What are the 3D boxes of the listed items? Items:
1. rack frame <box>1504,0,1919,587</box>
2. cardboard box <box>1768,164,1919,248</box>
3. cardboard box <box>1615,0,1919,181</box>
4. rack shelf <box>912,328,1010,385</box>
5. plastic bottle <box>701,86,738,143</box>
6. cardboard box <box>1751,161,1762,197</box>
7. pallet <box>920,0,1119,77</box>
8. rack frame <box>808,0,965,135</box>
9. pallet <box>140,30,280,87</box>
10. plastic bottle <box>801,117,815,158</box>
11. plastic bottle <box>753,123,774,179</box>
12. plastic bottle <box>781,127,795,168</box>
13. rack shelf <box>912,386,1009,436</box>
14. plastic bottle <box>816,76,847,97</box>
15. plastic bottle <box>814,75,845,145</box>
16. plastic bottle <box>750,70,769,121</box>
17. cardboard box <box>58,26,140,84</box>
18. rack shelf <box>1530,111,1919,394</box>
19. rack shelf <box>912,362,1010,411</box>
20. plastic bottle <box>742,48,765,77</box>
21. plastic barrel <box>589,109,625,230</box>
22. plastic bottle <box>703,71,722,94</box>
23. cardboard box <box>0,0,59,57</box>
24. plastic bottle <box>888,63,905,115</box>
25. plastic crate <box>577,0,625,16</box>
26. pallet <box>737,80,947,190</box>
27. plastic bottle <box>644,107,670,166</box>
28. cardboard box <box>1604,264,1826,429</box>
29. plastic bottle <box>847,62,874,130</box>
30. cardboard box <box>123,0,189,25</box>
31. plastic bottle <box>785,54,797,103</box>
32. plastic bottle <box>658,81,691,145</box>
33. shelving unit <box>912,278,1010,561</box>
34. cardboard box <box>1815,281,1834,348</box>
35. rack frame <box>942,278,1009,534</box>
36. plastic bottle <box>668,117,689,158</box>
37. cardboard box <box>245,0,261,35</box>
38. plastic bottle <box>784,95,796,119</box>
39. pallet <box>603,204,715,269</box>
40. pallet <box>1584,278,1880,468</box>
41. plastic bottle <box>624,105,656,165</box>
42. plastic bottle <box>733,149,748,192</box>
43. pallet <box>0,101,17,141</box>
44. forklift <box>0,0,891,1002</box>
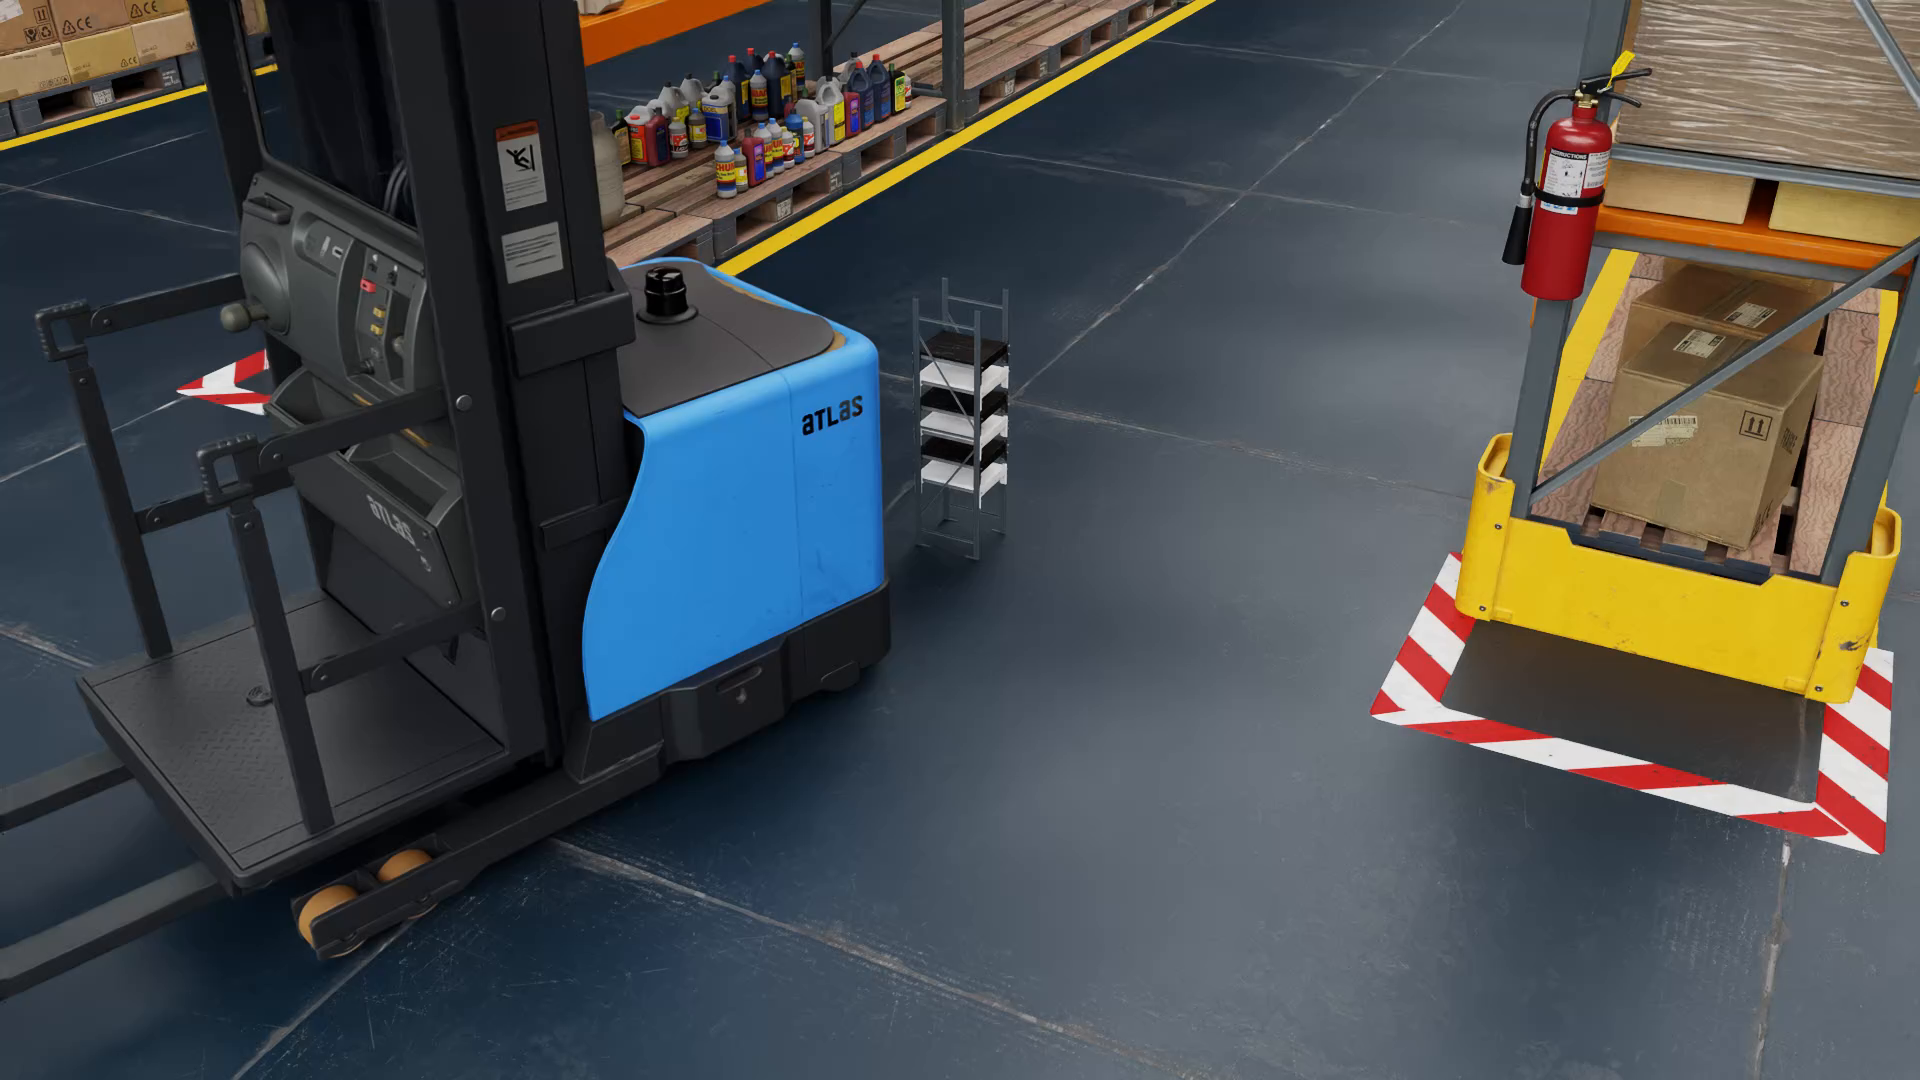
[{"bbox_3d":[2.142,-0.981,4.446,1.000,3.000,0.127,14,33,23],"label":"rack frame"},{"bbox_3d":[2.484,-0.944,4.634,0.380,0.149,0.250,14,33,23],"label":"cardboard box"},{"bbox_3d":[2.417,-1.391,4.760,0.875,0.500,0.500,14,33,23],"label":"cardboard box"},{"bbox_3d":[0.004,-0.599,5.414,0.258,0.077,0.200,14,33,23],"label":"rack shelf"},{"bbox_3d":[-1.319,-2.329,9.087,0.152,0.276,0.135,14,33,23],"label":"plastic bottle"},{"bbox_3d":[2.202,-1.156,5.002,0.380,0.149,0.250,14,33,23],"label":"cardboard box"},{"bbox_3d":[0.432,-3.568,11.751,1.003,0.211,1.213,14,33,23],"label":"pallet"},{"bbox_3d":[-0.445,-3.877,9.490,1.000,3.000,0.127,14,33,23],"label":"rack frame"},{"bbox_3d":[-5.253,-3.451,11.547,1.003,0.211,1.213,14,33,23],"label":"pallet"},{"bbox_3d":[-0.824,-2.146,8.843,0.097,0.201,0.097,0,30,0],"label":"plastic bottle"},{"bbox_3d":[-1.008,-1.997,8.513,0.097,0.271,0.097,0,30,0],"label":"plastic bottle"},{"bbox_3d":[-0.917,-2.055,8.684,0.097,0.201,0.097,0,30,0],"label":"plastic bottle"},{"bbox_3d":[0.004,-0.443,5.504,0.258,0.077,0.200,14,33,23],"label":"rack shelf"},{"bbox_3d":[-0.713,-2.474,9.339,0.152,0.276,0.135,14,33,23],"label":"plastic bottle"},{"bbox_3d":[-0.717,-2.340,9.032,0.144,0.351,0.185,14,33,23],"label":"plastic bottle"},{"bbox_3d":[-1.141,-2.530,9.441,0.097,0.271,0.097,0,30,0],"label":"plastic bottle"},{"bbox_3d":[-5.548,-3.071,10.425,0.500,0.250,0.500,14,33,23],"label":"cardboard box"},{"bbox_3d":[3.053,-1.555,6.169,1.077,0.370,4.000,14,33,23],"label":"rack shelf"},{"bbox_3d":[0.004,-0.521,5.459,0.258,0.077,0.200,14,33,23],"label":"rack shelf"},{"bbox_3d":[-1.183,-2.656,9.581,0.144,0.351,0.185,15,33,25],"label":"plastic bottle"},{"bbox_3d":[-1.808,-1.739,7.842,0.421,0.512,0.421,0,30,0],"label":"plastic barrel"},{"bbox_3d":[-1.381,-2.479,9.341,0.061,0.283,0.133,16,33,25],"label":"plastic bottle"},{"bbox_3d":[-5.791,-3.178,9.859,0.500,0.500,0.500,14,33,23],"label":"cardboard box"},{"bbox_3d":[-0.371,-2.602,9.555,0.061,0.283,0.133,16,34,26],"label":"plastic bottle"},{"bbox_3d":[-1.574,-2.314,7.032,0.298,0.136,0.250,14,33,23],"label":"plastic crate"},{"bbox_3d":[-0.789,-2.380,9.682,1.003,0.211,1.213,14,33,23],"label":"pallet"},{"bbox_3d":[-1.587,-2.112,8.702,0.061,0.283,0.133,14,33,23],"label":"plastic bottle"},{"bbox_3d":[2.683,-0.625,5.914,0.500,0.500,0.500,24,38,36],"label":"cardboard box"},{"bbox_3d":[-0.570,-2.484,9.281,0.144,0.351,0.185,13,32,21],"label":"plastic bottle"},{"bbox_3d":[-5.333,-3.621,10.630,0.500,0.500,0.500,14,33,23],"label":"cardboard box"},{"bbox_3d":[-1.009,-2.675,9.682,0.061,0.283,0.133,14,33,23],"label":"plastic bottle"},{"bbox_3d":[-1.547,-2.301,8.964,0.144,0.351,0.185,16,33,25],"label":"plastic bottle"},{"bbox_3d":[0.004,-0.394,5.532,0.258,0.900,0.210,14,33,23],"label":"shelving unit"},{"bbox_3d":[3.279,-1.135,6.803,0.500,0.500,0.500,11,32,19],"label":"cardboard box"},{"bbox_3d":[0.050,-0.439,5.611,0.240,0.900,0.006,14,33,23],"label":"rack frame"},{"bbox_3d":[-1.499,-2.142,8.836,0.097,0.201,0.097,0,30,0],"label":"plastic bottle"},{"bbox_3d":[-5.107,-3.518,11.203,0.500,0.250,0.500,14,33,23],"label":"cardboard box"},{"bbox_3d":[-0.889,-2.264,8.966,0.061,0.283,0.133,14,33,23],"label":"plastic bottle"},{"bbox_3d":[-1.900,-1.298,7.799,1.003,0.211,1.213,14,33,23],"label":"pallet"},{"bbox_3d":[3.135,-0.696,6.750,1.003,0.211,1.213,14,33,23],"label":"pallet"},{"bbox_3d":[-1.682,-2.133,8.746,0.152,0.276,0.135,15,33,24],"label":"plastic bottle"},{"bbox_3d":[-1.117,-1.860,8.346,0.097,0.201,0.097,0,30,0],"label":"plastic bottle"},{"bbox_3d":[-6.364,-2.369,9.663,1.003,0.211,1.213,14,33,23],"label":"pallet"},{"bbox_3d":[-1.631,-0.562,3.786,3.031,2.935,1.130,-25,38,-36],"label":"forklift"}]
